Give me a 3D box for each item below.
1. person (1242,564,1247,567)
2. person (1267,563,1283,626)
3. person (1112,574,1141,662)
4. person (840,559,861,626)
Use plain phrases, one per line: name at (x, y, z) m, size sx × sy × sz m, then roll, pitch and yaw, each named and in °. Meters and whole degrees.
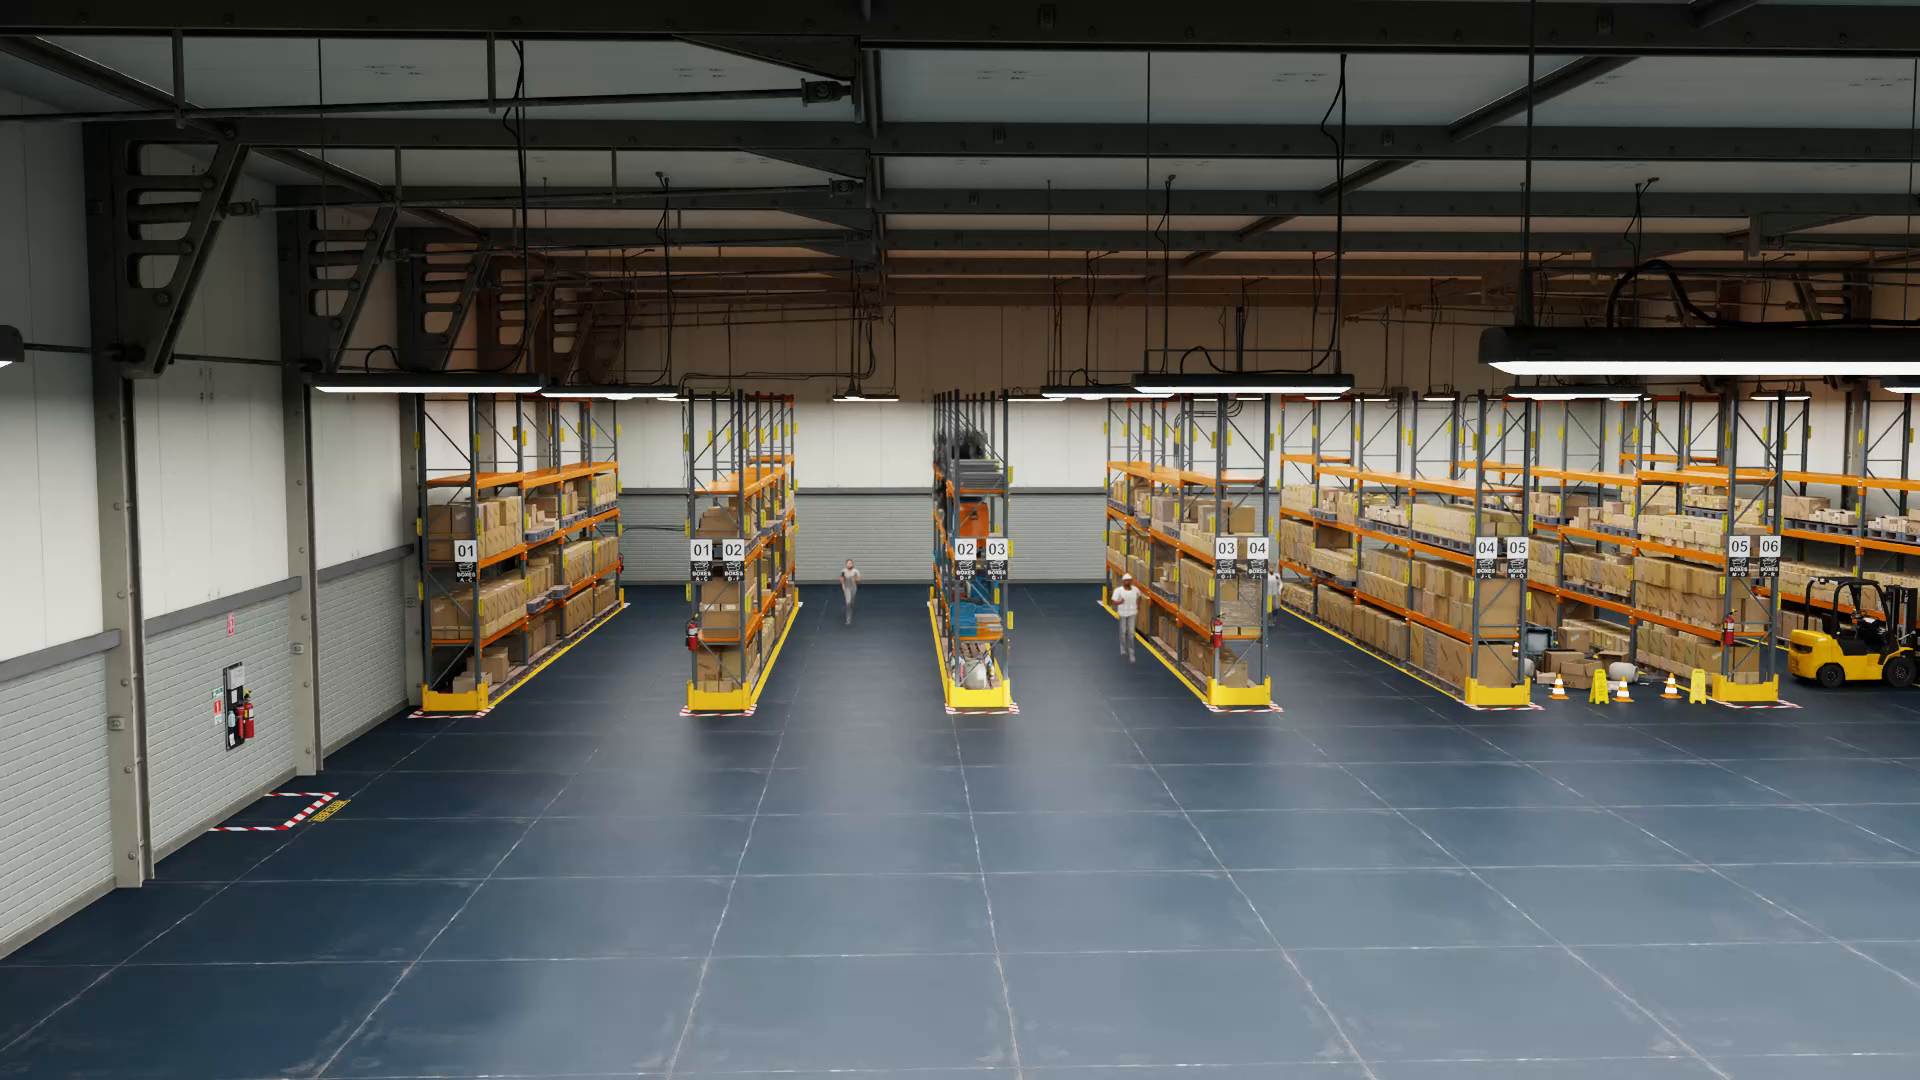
person at (7.854, 1.014, 47.698) m, size 0.777 × 1.712 × 0.867 m, roll 1°, pitch 5°, yaw 17°
person at (8.038, 1.404, 42.750) m, size 0.589 × 1.653 × 0.528 m, roll 0°, pitch 5°, yaw -1°
person at (3.590, 1.659, 35.670) m, size 0.674 × 1.873 × 0.711 m, roll 0°, pitch 5°, yaw -3°
person at (-2.853, 1.353, 43.460) m, size 0.541 × 1.726 × 0.793 m, roll -1°, pitch 5°, yaw -9°
